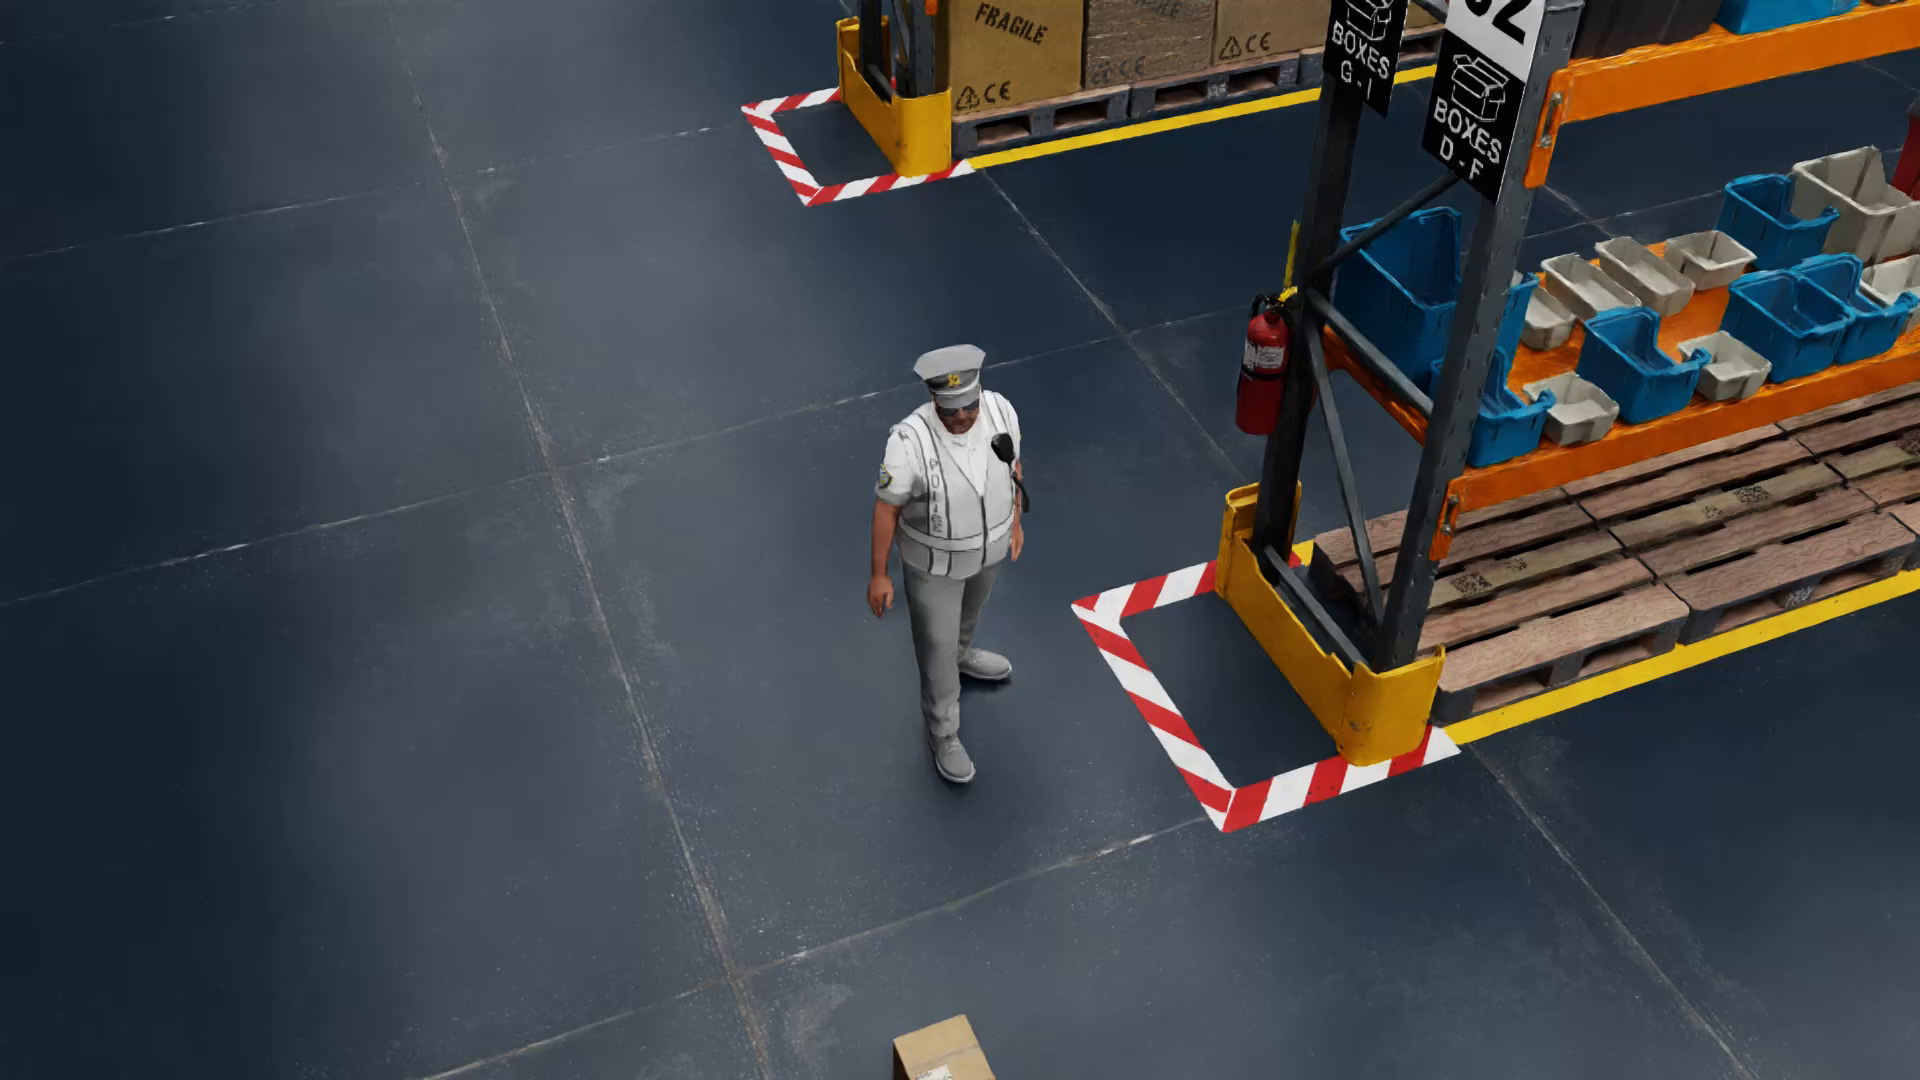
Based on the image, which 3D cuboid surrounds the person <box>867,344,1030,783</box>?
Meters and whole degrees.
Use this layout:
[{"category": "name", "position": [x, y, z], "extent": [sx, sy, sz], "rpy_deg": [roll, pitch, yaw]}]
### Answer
[{"category": "person", "position": [-0.015, 0.056, 6.065], "extent": [0.672, 1.744, 0.633], "rpy_deg": [-26, 48, -26]}]
